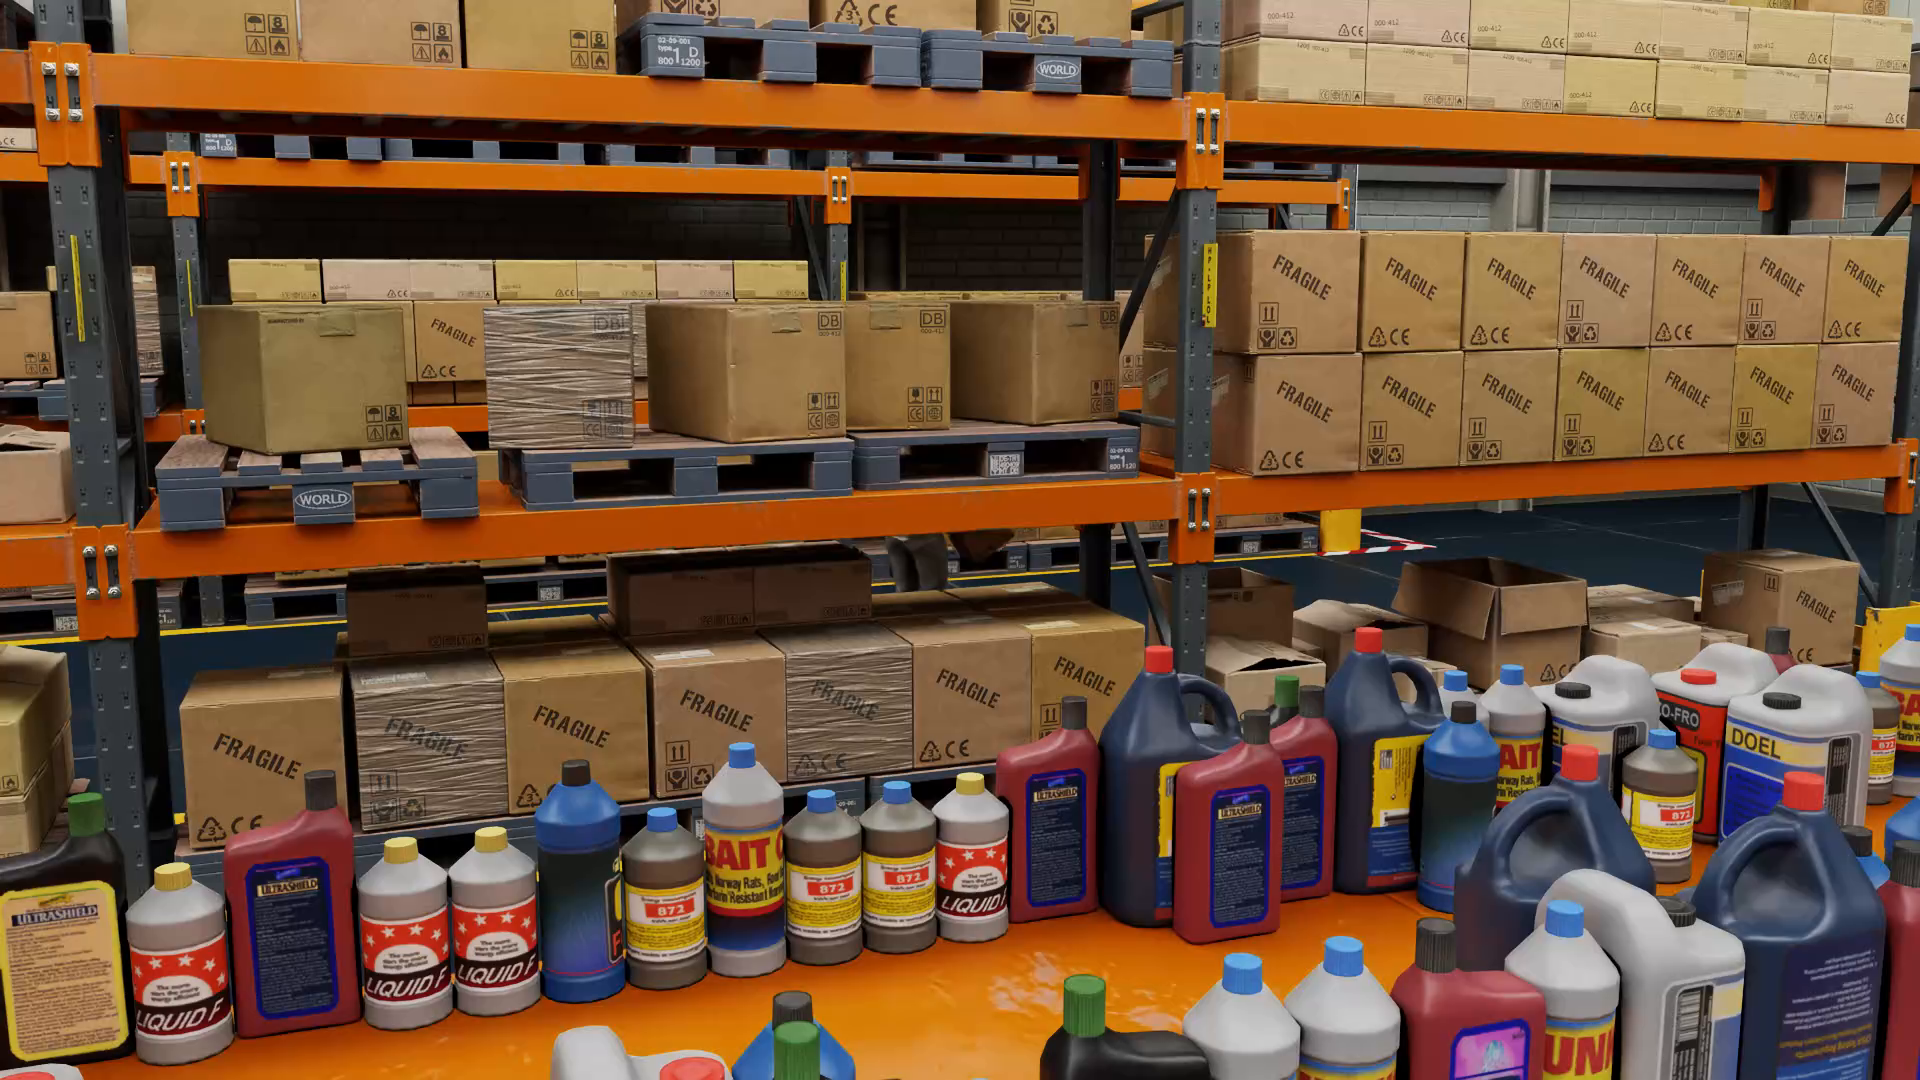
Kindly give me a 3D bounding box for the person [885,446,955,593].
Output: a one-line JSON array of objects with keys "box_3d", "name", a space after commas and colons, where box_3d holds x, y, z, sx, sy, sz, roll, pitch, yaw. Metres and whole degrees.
[{"box_3d": [-0.180, -0.029, 8.542, 0.480, 1.601, 0.437, 9, 12, 43], "name": "person"}]
